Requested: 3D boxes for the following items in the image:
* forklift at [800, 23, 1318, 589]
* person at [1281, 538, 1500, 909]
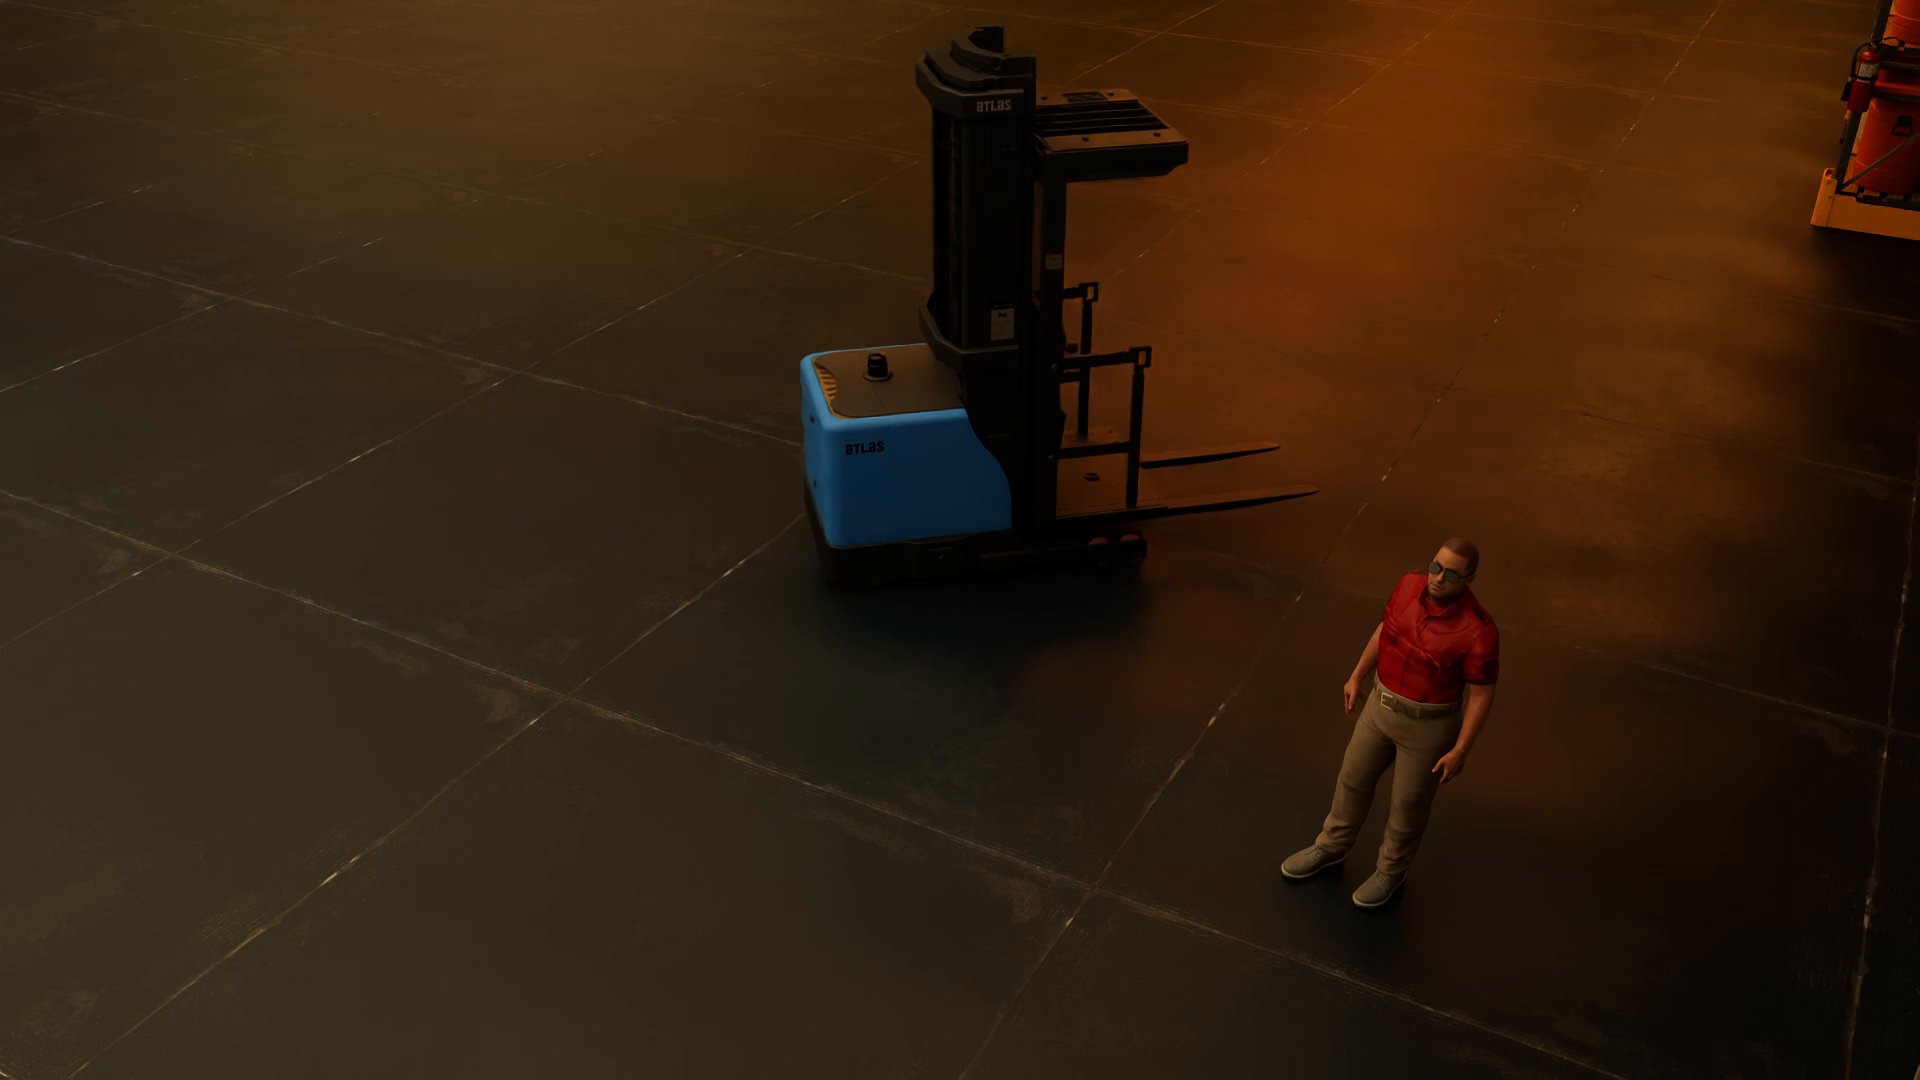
[{"bbox_3d":[0.621,-1.366,9.438,3.031,2.935,1.130,-7,31,-11],"label":"forklift"},{"bbox_3d":[1.812,0.777,6.913,0.553,1.727,0.638,-20,35,-30],"label":"person"}]
